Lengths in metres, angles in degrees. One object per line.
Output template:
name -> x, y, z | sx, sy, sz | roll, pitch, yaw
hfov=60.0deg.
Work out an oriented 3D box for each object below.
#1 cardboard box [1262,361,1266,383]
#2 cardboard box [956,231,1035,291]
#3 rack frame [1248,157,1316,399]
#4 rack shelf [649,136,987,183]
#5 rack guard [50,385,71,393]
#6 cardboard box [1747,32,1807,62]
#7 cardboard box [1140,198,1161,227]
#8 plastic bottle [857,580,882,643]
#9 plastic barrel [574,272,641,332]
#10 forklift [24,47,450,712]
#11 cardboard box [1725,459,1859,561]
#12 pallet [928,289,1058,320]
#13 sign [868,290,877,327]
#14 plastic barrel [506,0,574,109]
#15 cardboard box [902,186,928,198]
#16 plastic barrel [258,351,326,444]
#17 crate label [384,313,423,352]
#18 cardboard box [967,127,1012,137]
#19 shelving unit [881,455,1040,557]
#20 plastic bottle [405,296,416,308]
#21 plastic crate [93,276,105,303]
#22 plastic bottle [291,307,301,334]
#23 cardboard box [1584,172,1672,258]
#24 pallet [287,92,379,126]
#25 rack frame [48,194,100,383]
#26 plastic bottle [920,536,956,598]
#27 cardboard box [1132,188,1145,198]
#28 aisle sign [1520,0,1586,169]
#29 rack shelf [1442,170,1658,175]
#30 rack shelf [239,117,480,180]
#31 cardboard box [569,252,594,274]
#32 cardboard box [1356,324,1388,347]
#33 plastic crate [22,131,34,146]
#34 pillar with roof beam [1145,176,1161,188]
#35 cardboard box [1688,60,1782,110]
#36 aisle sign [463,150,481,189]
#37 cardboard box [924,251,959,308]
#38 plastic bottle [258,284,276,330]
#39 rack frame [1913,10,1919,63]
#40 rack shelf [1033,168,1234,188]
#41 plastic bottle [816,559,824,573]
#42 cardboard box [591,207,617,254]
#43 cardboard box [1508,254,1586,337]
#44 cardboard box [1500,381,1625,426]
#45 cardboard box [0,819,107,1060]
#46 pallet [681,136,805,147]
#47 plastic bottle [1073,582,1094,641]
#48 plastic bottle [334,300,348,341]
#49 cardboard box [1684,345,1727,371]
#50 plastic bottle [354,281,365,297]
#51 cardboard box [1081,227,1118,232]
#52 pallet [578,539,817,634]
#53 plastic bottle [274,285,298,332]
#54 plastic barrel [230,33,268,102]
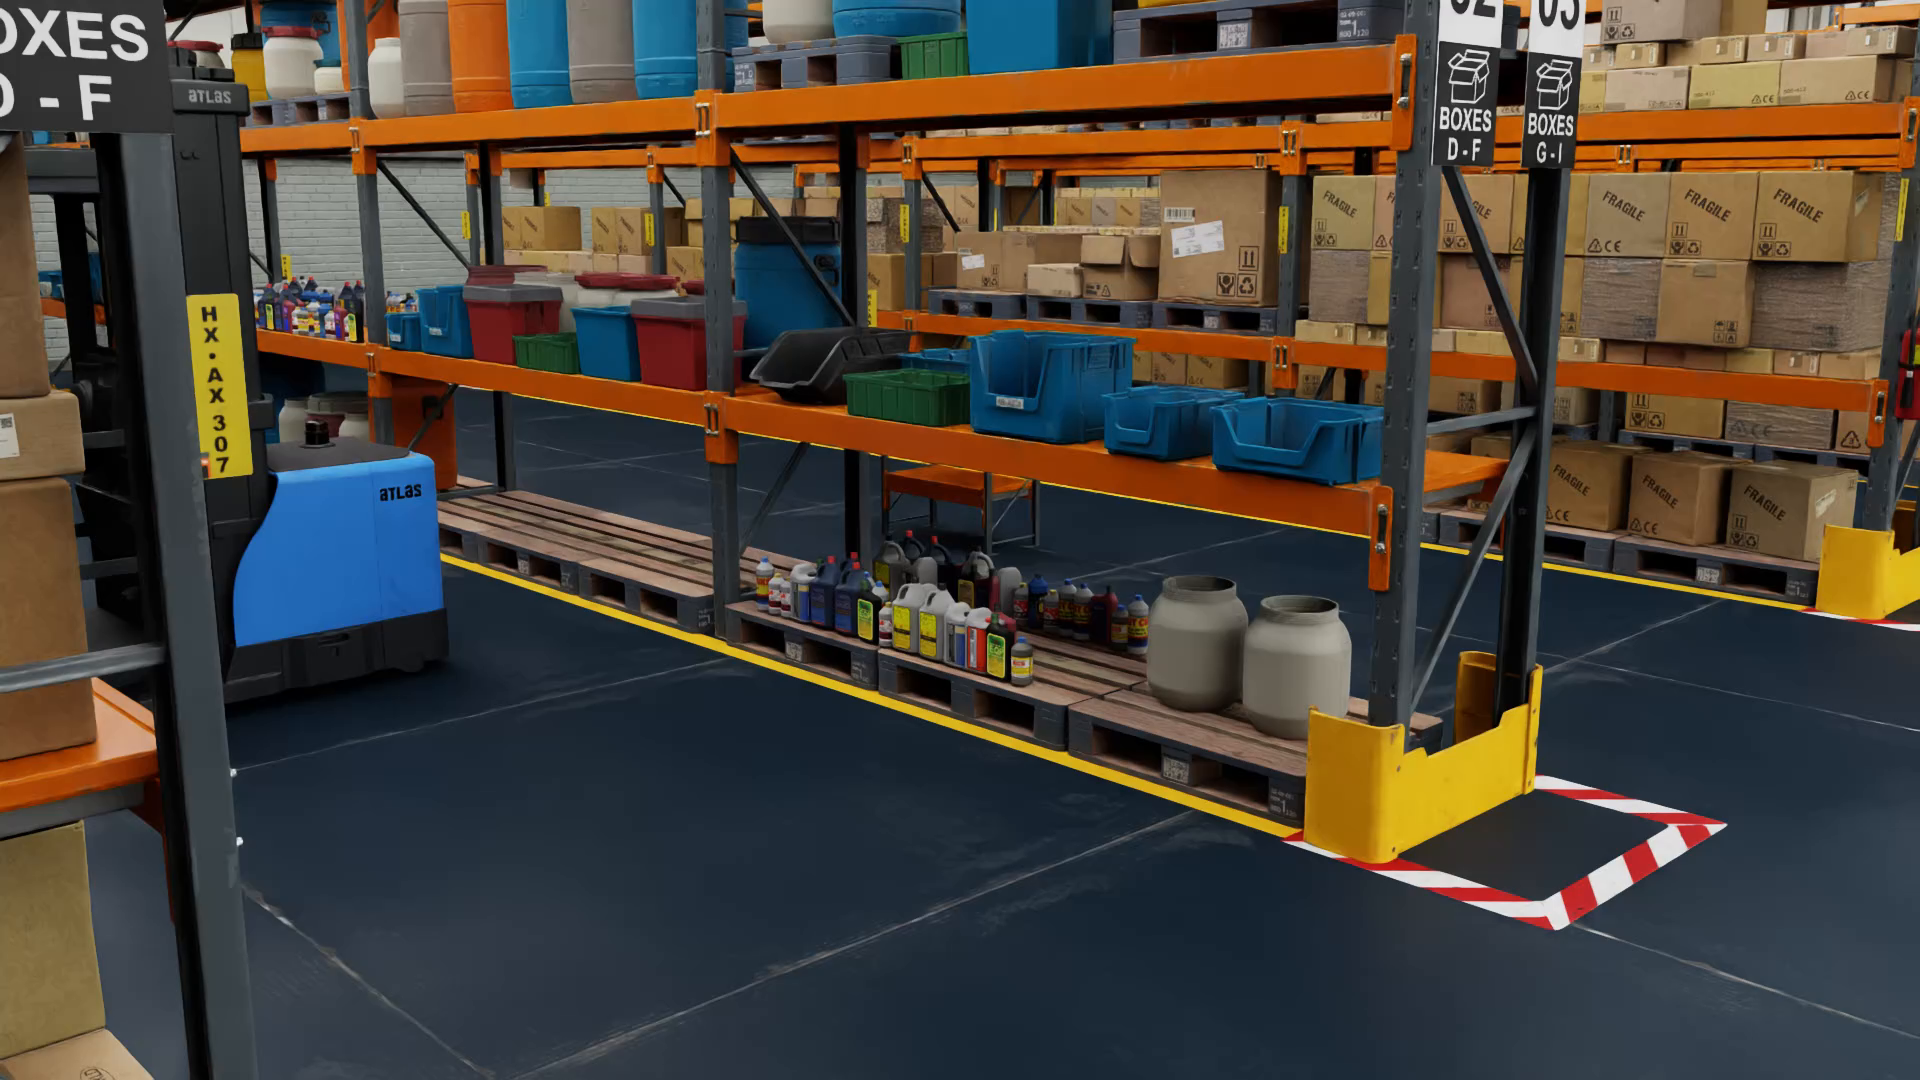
cardboard box -> 3.268, -2.077, 19.214 | 0.500, 0.500, 0.500 | 11, 16, 43
cardboard box -> 0.316, -2.462, 14.639 | 0.500, 0.500, 0.500 | 9, 15, 38
rack frame -> 3.572, -2.957, 18.330 | 1.000, 3.000, 0.127 | -11, 16, -43
rack shelf -> -1.467, -3.689, 16.234 | 1.077, 0.370, 4.000 | -11, 16, -43
rack guard -> -9.218, -1.535, 17.624 | 1.175, 0.500, 0.348 | -11, 16, -43
cardboard box -> 4.659, -2.780, 9.421 | 0.250, 0.149, 0.380 | 11, 16, 43
cardboard box -> 3.091, -4.963, 25.339 | 0.500, 0.500, 0.500 | -11, 16, -42
plastic bottle -> -0.434, 0.341, 7.962 | 0.061, 0.283, 0.133 | -10, 15, -40
plastic barrel -> -2.213, -1.414, 10.502 | 0.433, 0.535, 0.433 | 0, 12, 0
forklift -> -3.952, -0.656, 7.332 | 3.031, 2.935, 1.130 | -11, 16, -43
cardboard box -> 5.020, -0.188, 10.044 | 0.500, 0.500, 0.500 | -7, 14, -32
pallet -> 0.484, -2.097, 14.634 | 1.213, 0.211, 1.003 | -11, 16, -43
sign -> -0.500, -1.217, 9.200 | 0.100, 0.325, 0.005 | -11, 16, -43
plastic barrel -> -2.317, -2.956, 9.650 | 0.600, 0.901, 0.708 | -11, 16, -43
cardboard box -> -0.415, -4.407, 21.908 | 0.500, 0.500, 0.500 | -10, 16, -41
plastic barrel -> -5.578, -1.167, 13.801 | 0.600, 0.901, 0.708 | -11, 16, -43
crate label -> -3.648, -1.395, 11.162 | 0.303, 0.233, 0.416 | -11, 16, -43
cardboard box -> 0.409, -3.497, 13.891 | 0.500, 0.250, 0.500 | -10, 16, -41
shelving unit -> -0.005, -0.552, 11.303 | 0.538, 1.125, 1.048 | -11, 16, -43
plastic bottle -> -4.156, -1.715, 12.622 | 0.097, 0.271, 0.097 | 0, 12, 0
plastic crate -> -8.143, -2.387, 15.832 | 0.416, 0.233, 0.300 | -11, 16, -43
plastic bottle -> -4.952, -1.645, 12.455 | 0.097, 0.201, 0.097 | 0, 12, 0
cardboard box -> 4.188, -1.989, 10.168 | 0.500, 0.500, 0.500 | -11, 16, -43
pallet -> -4.125, -3.092, 12.021 | 1.003, 0.211, 1.213 | -11, 16, -43
rack frame -> -9.192, -2.758, 17.364 | 1.000, 3.000, 0.127 | -11, 16, -43
plastic bottle -> -0.120, 0.157, 8.689 | 0.185, 0.351, 0.144 | 11, 16, 42
cardboard box -> 2.859, -5.331, 25.522 | 0.380, 0.149, 0.250 | -11, 16, -43
aisle sign -> 2.119, -1.726, 5.915 | 0.394, 0.787, 0.004 | -11, 16, -43
rack shelf -> 9.288, -5.762, 26.297 | 1.077, 0.370, 4.000 | -11, 16, -43
rack shelf -> -5.049, -2.999, 12.884 | 1.077, 0.370, 4.000 | -11, 16, -43
cardboard box -> -4.054, -3.114, 18.727 | 0.500, 0.250, 0.500 | -10, 16, -41
cardboard box -> 2.964, -1.430, 11.539 | 0.380, 0.149, 0.250 | -11, 16, -43
plastic crate -> -9.128, -4.068, 16.613 | 0.497, 0.269, 0.590 | -11, 16, -43
pillar with roof beam -> 0.821, -8.379, 29.779 | 9.100, 9.000, 0.548 | -11, 16, -43
cardboard box -> 4.576, -2.616, 9.614 | 0.500, 0.250, 0.500 | -11, 16, -42
aisle sign -> -5.877, -4.690, 20.300 | 0.394, 0.787, 0.004 | -11, 16, -43
cardboard box -> -0.224, -2.438, 15.565 | 0.500, 0.500, 0.500 | -10, 15, -41
plastic bottle -> -5.344, -1.808, 12.876 | 0.144, 0.351, 0.185 | -11, 16, -43
rack frame -> 5.439, -4.051, 8.775 | 1.000, 3.000, 0.127 | -11, 16, -43
rack shelf -> 2.939, -5.654, 25.770 | 1.077, 0.370, 4.000 | -11, 16, -43
plastic bottle -> -0.683, 0.244, 8.433 | 0.061, 0.283, 0.133 | -11, 16, -43
cardboard box -> -3.702, -3.407, 18.293 | 0.500, 0.500, 0.500 | -11, 16, -42
cardboard box -> 3.996, -1.602, 10.767 | 0.875, 0.500, 0.500 | -11, 16, -43
cardboard box -> 5.840, -1.555, 16.060 | 1.050, 0.750, 0.750 | -11, 16, -43
cardboard box -> -2.284, 0.859, 3.725 | 0.500, 0.500, 0.500 | -11, 16, -43
pallet -> -2.179, -4.113, 16.981 | 1.217, 0.209, 0.805 | 11, 16, 43
plastic bottle -> 0.594, 0.340, 7.999 | 0.097, 0.271, 0.097 | 0, 12, 0
plastic bottle -> -4.415, -1.566, 11.870 | 0.061, 0.283, 0.133 | -11, 16, -43
cardboard box -> 4.550, -1.107, 9.975 | 0.380, 0.149, 0.250 | -11, 16, -43
plastic bottle -> -4.798, -1.901, 13.325 | 0.144, 0.351, 0.185 | -11, 16, -43
cardboard box -> 1.642, -3.605, 19.581 | 0.380, 0.149, 0.250 | -10, 15, -40
pallet -> -1.476, 0.250, 9.675 | 1.003, 0.211, 1.213 | -11, 16, -43
plastic bottle -> -5.125, -1.762, 12.651 | 0.144, 0.351, 0.185 | -11, 16, -43
plastic barrel -> -5.653, -3.836, 13.657 | 0.600, 0.588, 0.600 | 0, 12, 0
